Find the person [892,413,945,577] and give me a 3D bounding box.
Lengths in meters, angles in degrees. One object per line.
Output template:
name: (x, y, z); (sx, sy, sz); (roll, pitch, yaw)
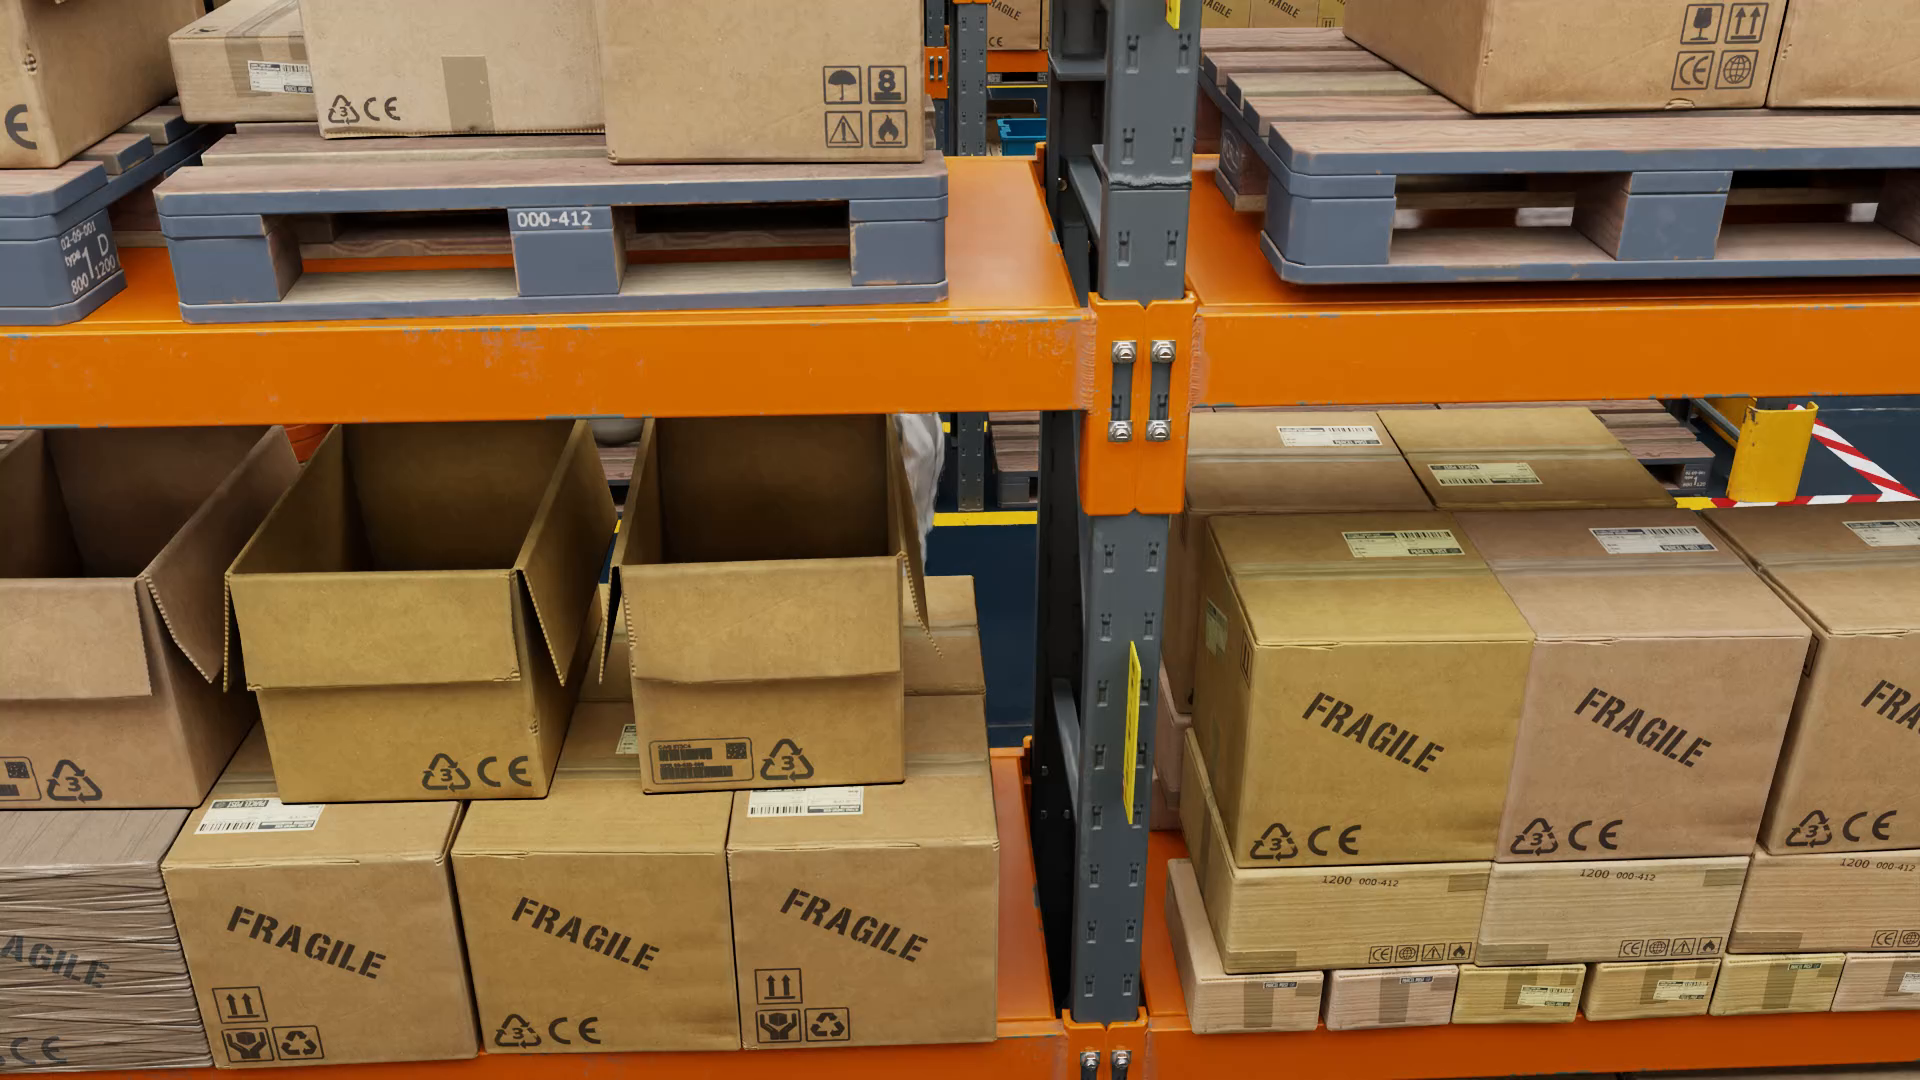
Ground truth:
person: (-0.288, -0.013, 6.098); (0.537, 1.779, 0.587); (7, 28, 14)
